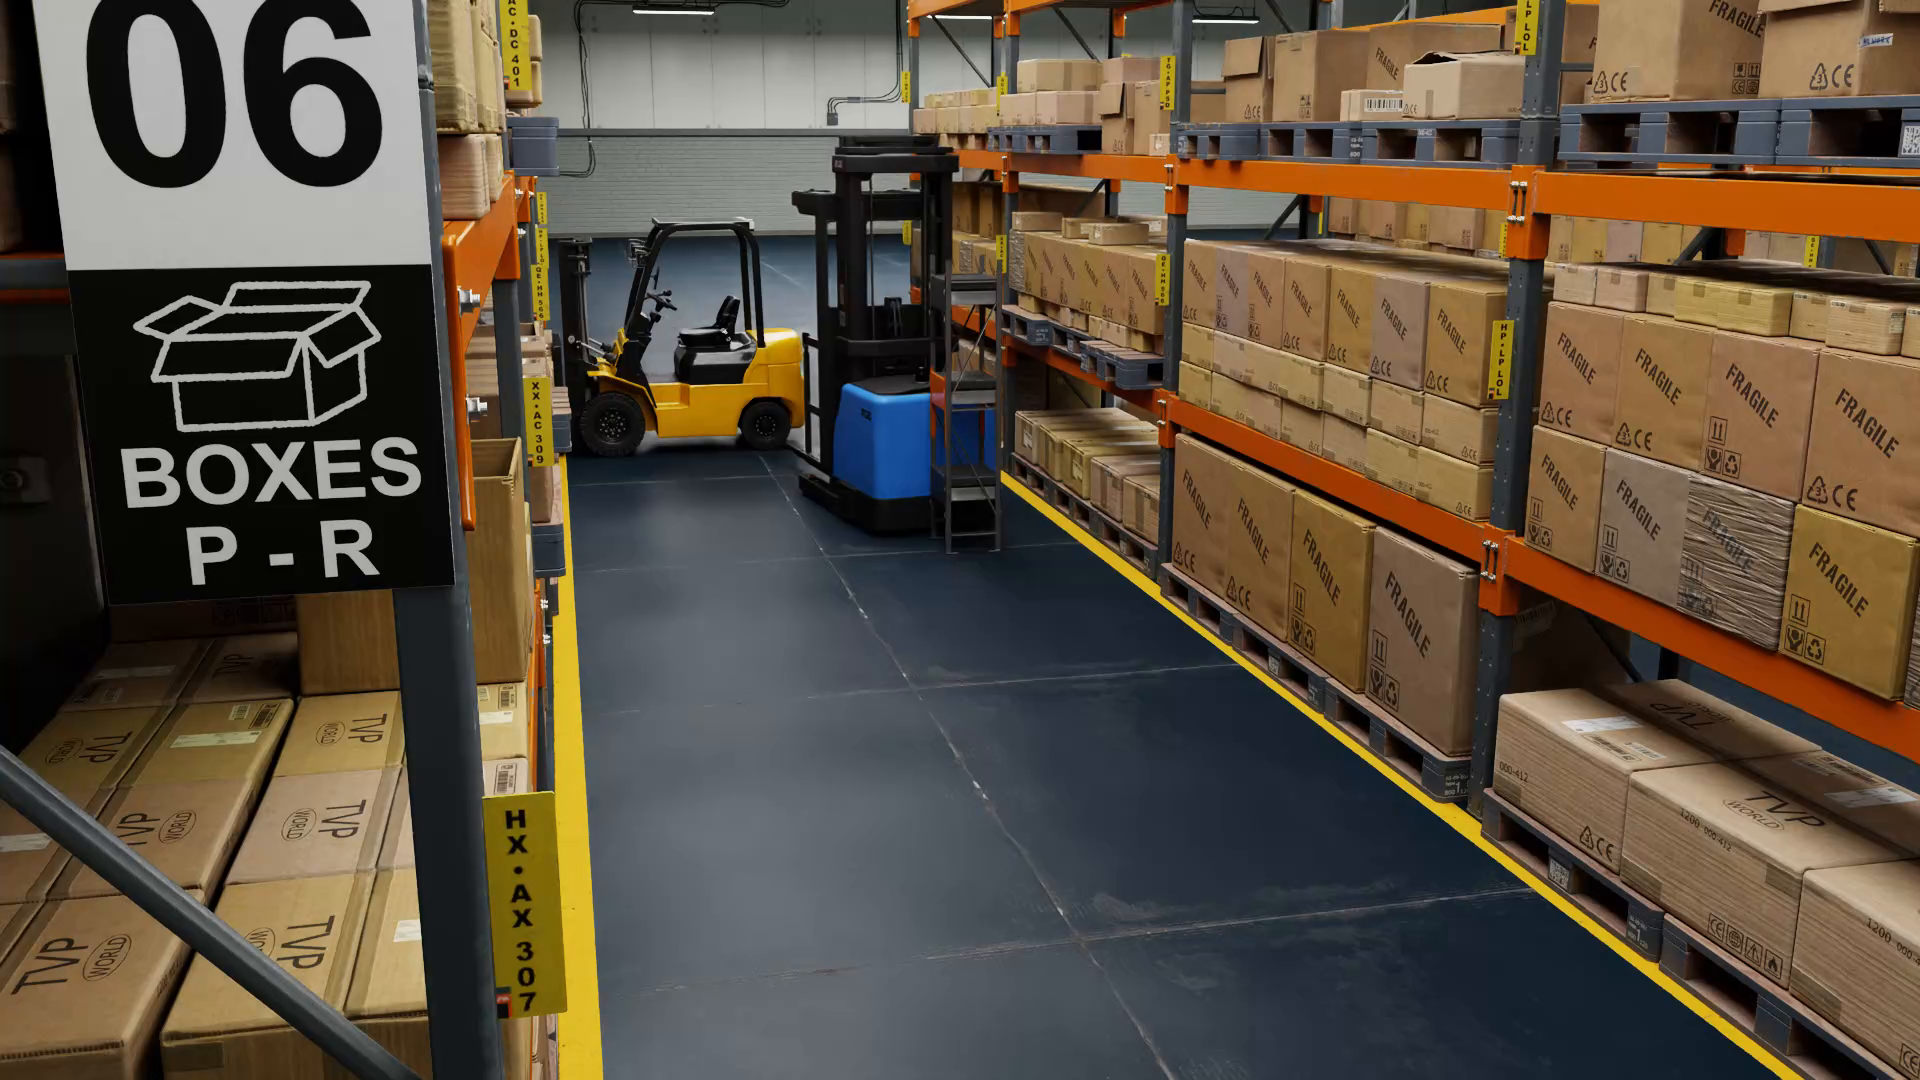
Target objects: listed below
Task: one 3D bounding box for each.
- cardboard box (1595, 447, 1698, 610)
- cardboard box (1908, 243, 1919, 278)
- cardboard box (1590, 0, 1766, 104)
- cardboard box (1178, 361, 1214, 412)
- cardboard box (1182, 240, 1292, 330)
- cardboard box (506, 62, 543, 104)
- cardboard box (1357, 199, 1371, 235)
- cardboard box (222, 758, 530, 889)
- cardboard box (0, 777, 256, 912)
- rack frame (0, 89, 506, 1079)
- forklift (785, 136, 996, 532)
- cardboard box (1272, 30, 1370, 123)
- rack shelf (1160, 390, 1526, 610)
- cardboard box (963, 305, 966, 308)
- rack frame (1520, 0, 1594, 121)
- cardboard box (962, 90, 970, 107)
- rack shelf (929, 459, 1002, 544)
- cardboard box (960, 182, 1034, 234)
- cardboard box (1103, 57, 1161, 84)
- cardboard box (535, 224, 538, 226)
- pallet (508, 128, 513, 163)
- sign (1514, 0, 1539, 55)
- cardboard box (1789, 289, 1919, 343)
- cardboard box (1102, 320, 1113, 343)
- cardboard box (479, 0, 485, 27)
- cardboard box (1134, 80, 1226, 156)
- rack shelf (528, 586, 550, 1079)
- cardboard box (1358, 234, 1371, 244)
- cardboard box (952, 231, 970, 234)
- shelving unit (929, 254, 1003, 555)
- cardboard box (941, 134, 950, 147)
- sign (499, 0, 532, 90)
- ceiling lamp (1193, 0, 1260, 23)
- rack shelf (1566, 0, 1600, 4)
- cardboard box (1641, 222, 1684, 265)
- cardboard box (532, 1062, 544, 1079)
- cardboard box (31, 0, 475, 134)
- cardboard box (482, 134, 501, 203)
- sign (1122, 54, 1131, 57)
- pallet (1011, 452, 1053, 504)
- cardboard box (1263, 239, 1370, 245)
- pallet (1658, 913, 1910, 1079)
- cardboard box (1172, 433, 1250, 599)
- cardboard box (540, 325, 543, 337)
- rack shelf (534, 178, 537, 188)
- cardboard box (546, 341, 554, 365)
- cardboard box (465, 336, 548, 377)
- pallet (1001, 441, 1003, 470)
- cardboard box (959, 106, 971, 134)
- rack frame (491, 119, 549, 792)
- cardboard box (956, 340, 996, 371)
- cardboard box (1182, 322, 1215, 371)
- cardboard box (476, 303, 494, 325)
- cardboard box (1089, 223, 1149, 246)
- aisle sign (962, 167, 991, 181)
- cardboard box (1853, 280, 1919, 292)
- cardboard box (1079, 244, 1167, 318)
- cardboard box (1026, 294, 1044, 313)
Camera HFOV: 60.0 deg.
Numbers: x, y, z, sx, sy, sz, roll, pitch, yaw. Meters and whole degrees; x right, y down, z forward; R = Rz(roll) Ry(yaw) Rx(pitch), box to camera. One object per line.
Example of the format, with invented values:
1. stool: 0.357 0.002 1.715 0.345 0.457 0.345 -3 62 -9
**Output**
1. cardboard box: 2.736 -0.062 6.151 0.500 0.500 0.500 -3 14 -13
2. cardboard box: 10.475 -2.951 17.348 0.875 0.500 0.500 -3 14 -13
3. cardboard box: 2.700 -1.864 6.109 0.500 0.500 0.500 -3 14 -12
4. cardboard box: 1.697 -0.976 10.417 0.500 0.250 0.500 -4 14 -14
5. cardboard box: 1.705 -1.582 10.266 0.500 0.500 0.500 -4 14 -15
6. cardboard box: -1.768 -1.716 6.243 0.380 0.149 0.250 -3 14 -13
7. cardboard box: 5.004 -3.708 18.694 0.875 0.550 0.550 -3 14 -13
8. cardboard box: -1.082 0.640 3.177 0.500 0.250 0.500 -3 14 -13
9. cardboard box: -1.604 0.666 3.072 0.500 0.250 0.500 -3 14 -13
10. rack frame: -1.118 0.948 2.228 1.000 3.000 0.127 -3 14 -13
11. forklift: -0.708 -1.793 13.589 1.130 2.935 3.031 -6 15 -22
12. cardboard box: 2.244 -2.667 9.609 0.700 0.500 0.500 -4 14 -16
13. rack shelf: 2.297 -0.365 9.115 1.077 0.370 4.000 -3 14 -13
14. cardboard box: 0.243 -2.328 16.166 0.380 0.149 0.250 -4 14 -14
15. rack frame: 2.766 -3.167 6.429 1.000 3.000 0.127 -3 14 -13
16. cardboard box: 0.231 -4.177 15.734 0.380 0.149 0.250 -3 14 -13
17. rack shelf: 0.039 -0.289 12.191 0.431 0.518 0.480 -3 14 -13
18. cardboard box: 0.392 -3.477 17.395 0.700 0.500 0.500 -3 14 -13
19. cardboard box: 1.408 -3.569 12.771 0.500 0.250 0.500 -3 14 -12
20. cardboard box: -4.256 -2.951 15.983 0.380 0.149 0.250 -3 14 -12
21. pallet: -2.389 -1.735 7.282 1.213 0.211 1.003 -3 14 -13
22. sign: 2.241 -2.081 6.554 0.100 0.325 0.005 -3 14 -13
23. cardboard box: 2.937 -0.723 5.382 0.380 0.149 0.250 -3 14 -13
24. cardboard box: 1.234 -1.492 11.858 0.380 0.149 0.250 -4 14 -16
25. cardboard box: -1.340 -1.291 3.707 0.500 0.250 0.500 -3 14 -12
26. cardboard box: 1.614 -2.900 11.448 0.700 0.500 0.500 -3 14 -13
27. rack shelf: -1.588 0.836 4.202 1.077 0.370 4.000 -3 14 -13
28. cardboard box: 5.017 -3.184 18.825 0.875 0.550 0.550 -3 14 -13
29. cardboard box: -0.086 -2.970 17.426 0.500 0.500 0.500 -3 14 -11
30. shelving unit: 0.039 -0.982 12.022 0.431 2.100 0.503 -3 14 -13
31. cardboard box: 0.018 -3.964 16.540 0.380 0.149 0.250 -3 14 -13
32. sign: -1.532 -1.716 5.719 0.100 0.325 0.005 -3 14 -13
33. ceiling lamp: 6.936 -15.382 44.128 2.000 3.185 0.800 -3 14 -13
34. rack shelf: 6.145 -4.307 13.453 1.077 0.370 4.000 -3 14 -13
35. cardboard box: 6.156 -2.466 13.883 0.700 0.500 0.500 -3 14 -14
36. cardboard box: -1.333 1.612 3.891 0.700 0.500 0.500 -3 14 -11
37. cardboard box: -0.957 -0.699 2.336 0.500 0.250 0.500 -3 14 -14
38. cardboard box: -1.233 -0.833 3.726 0.380 0.149 0.250 -3 14 -13
39. sign: 1.426 -4.030 14.361 0.100 0.325 0.005 -3 14 -13
40. pallet: 1.072 -0.564 14.292 1.003 0.211 1.213 -3 14 -13
41. cardboard box: 2.203 -1.605 10.359 0.500 0.500 0.500 -4 14 -15
42. pallet: 3.159 1.564 5.582 1.003 0.211 1.213 -3 14 -13
43. cardboard box: 1.908 -0.183 10.450 0.875 0.875 0.875 -3 14 -14
44. cardboard box: -3.440 -1.531 12.688 0.500 0.250 0.500 -3 14 -14
45. rack shelf: -4.406 -3.390 15.177 1.077 0.370 4.000 -3 14 -13
46. cardboard box: -4.211 -1.775 16.176 0.500 0.250 0.500 -3 14 -12
47. cardboard box: -2.260 -0.652 7.682 0.700 0.500 0.500 -3 14 -13
48. pallet: 0.695 -0.897 15.653 1.003 0.211 1.213 -3 14 -13
49. cardboard box: 0.297 -3.949 15.639 0.500 0.250 0.500 -4 14 -14
50. rack frame: -2.058 0.025 6.006 1.000 3.000 0.127 -3 14 -13
51. cardboard box: 0.245 -1.687 16.342 0.500 0.500 0.500 -3 14 -10
52. cardboard box: 1.706 -1.215 10.342 0.500 0.250 0.500 -3 14 -14
53. cardboard box: -2.786 -1.352 10.062 0.380 0.149 0.250 -3 14 -12
54. cardboard box: 1.168 -2.249 12.225 0.380 0.149 0.250 -4 14 -16
55. aisle sign: 0.215 -4.314 18.289 0.394 0.787 0.004 -3 14 -13
56. cardboard box: 3.324 -0.811 5.741 0.380 0.149 0.250 -3 14 -14
57. cardboard box: 1.198 -1.897 12.149 0.500 0.500 0.500 -4 14 -17
58. cardboard box: 0.760 -1.977 13.844 0.380 0.149 0.250 -3 14 -12
